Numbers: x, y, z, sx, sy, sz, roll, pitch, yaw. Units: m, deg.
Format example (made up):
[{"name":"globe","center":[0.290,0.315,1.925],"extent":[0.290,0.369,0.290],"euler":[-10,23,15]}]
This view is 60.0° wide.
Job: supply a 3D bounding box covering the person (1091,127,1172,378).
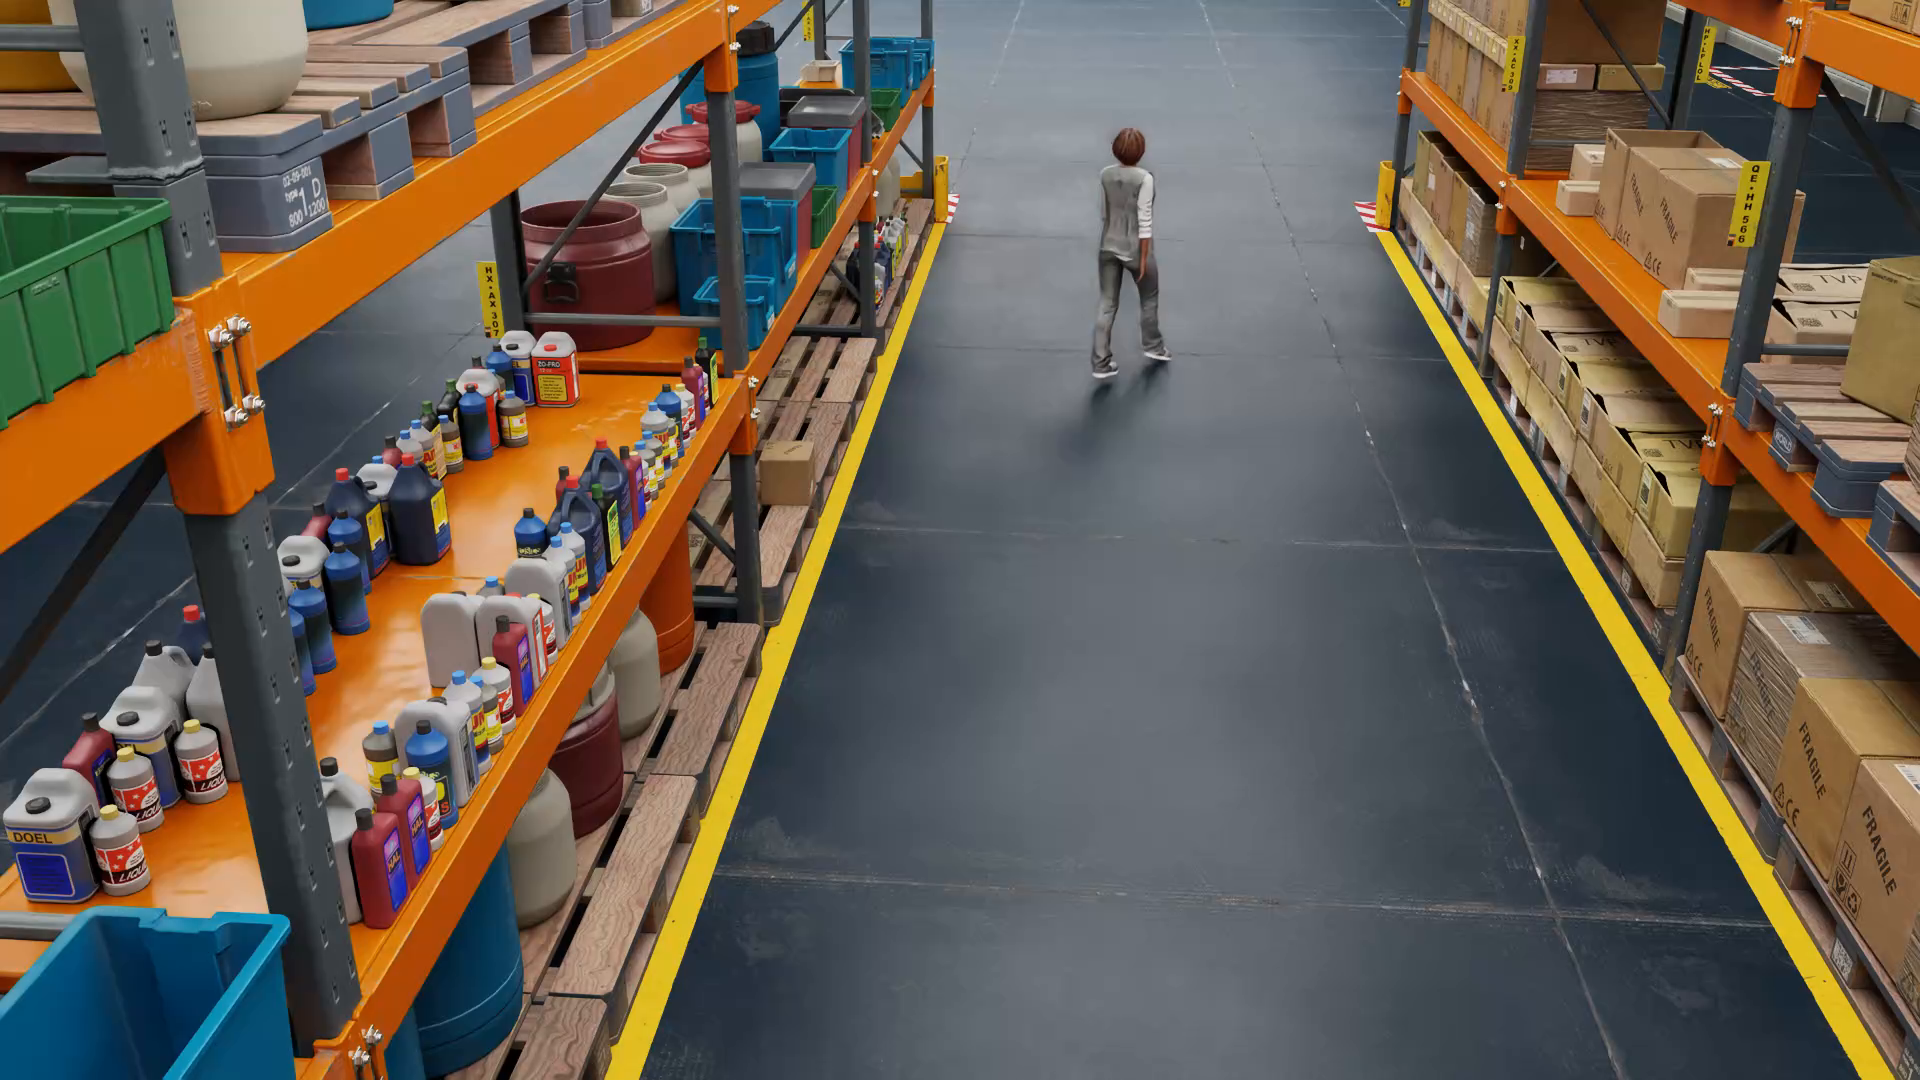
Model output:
[{"name":"person","center":[1.078,-1.832,10.560],"extent":[0.424,1.592,0.799],"euler":[14,28,28]}]
